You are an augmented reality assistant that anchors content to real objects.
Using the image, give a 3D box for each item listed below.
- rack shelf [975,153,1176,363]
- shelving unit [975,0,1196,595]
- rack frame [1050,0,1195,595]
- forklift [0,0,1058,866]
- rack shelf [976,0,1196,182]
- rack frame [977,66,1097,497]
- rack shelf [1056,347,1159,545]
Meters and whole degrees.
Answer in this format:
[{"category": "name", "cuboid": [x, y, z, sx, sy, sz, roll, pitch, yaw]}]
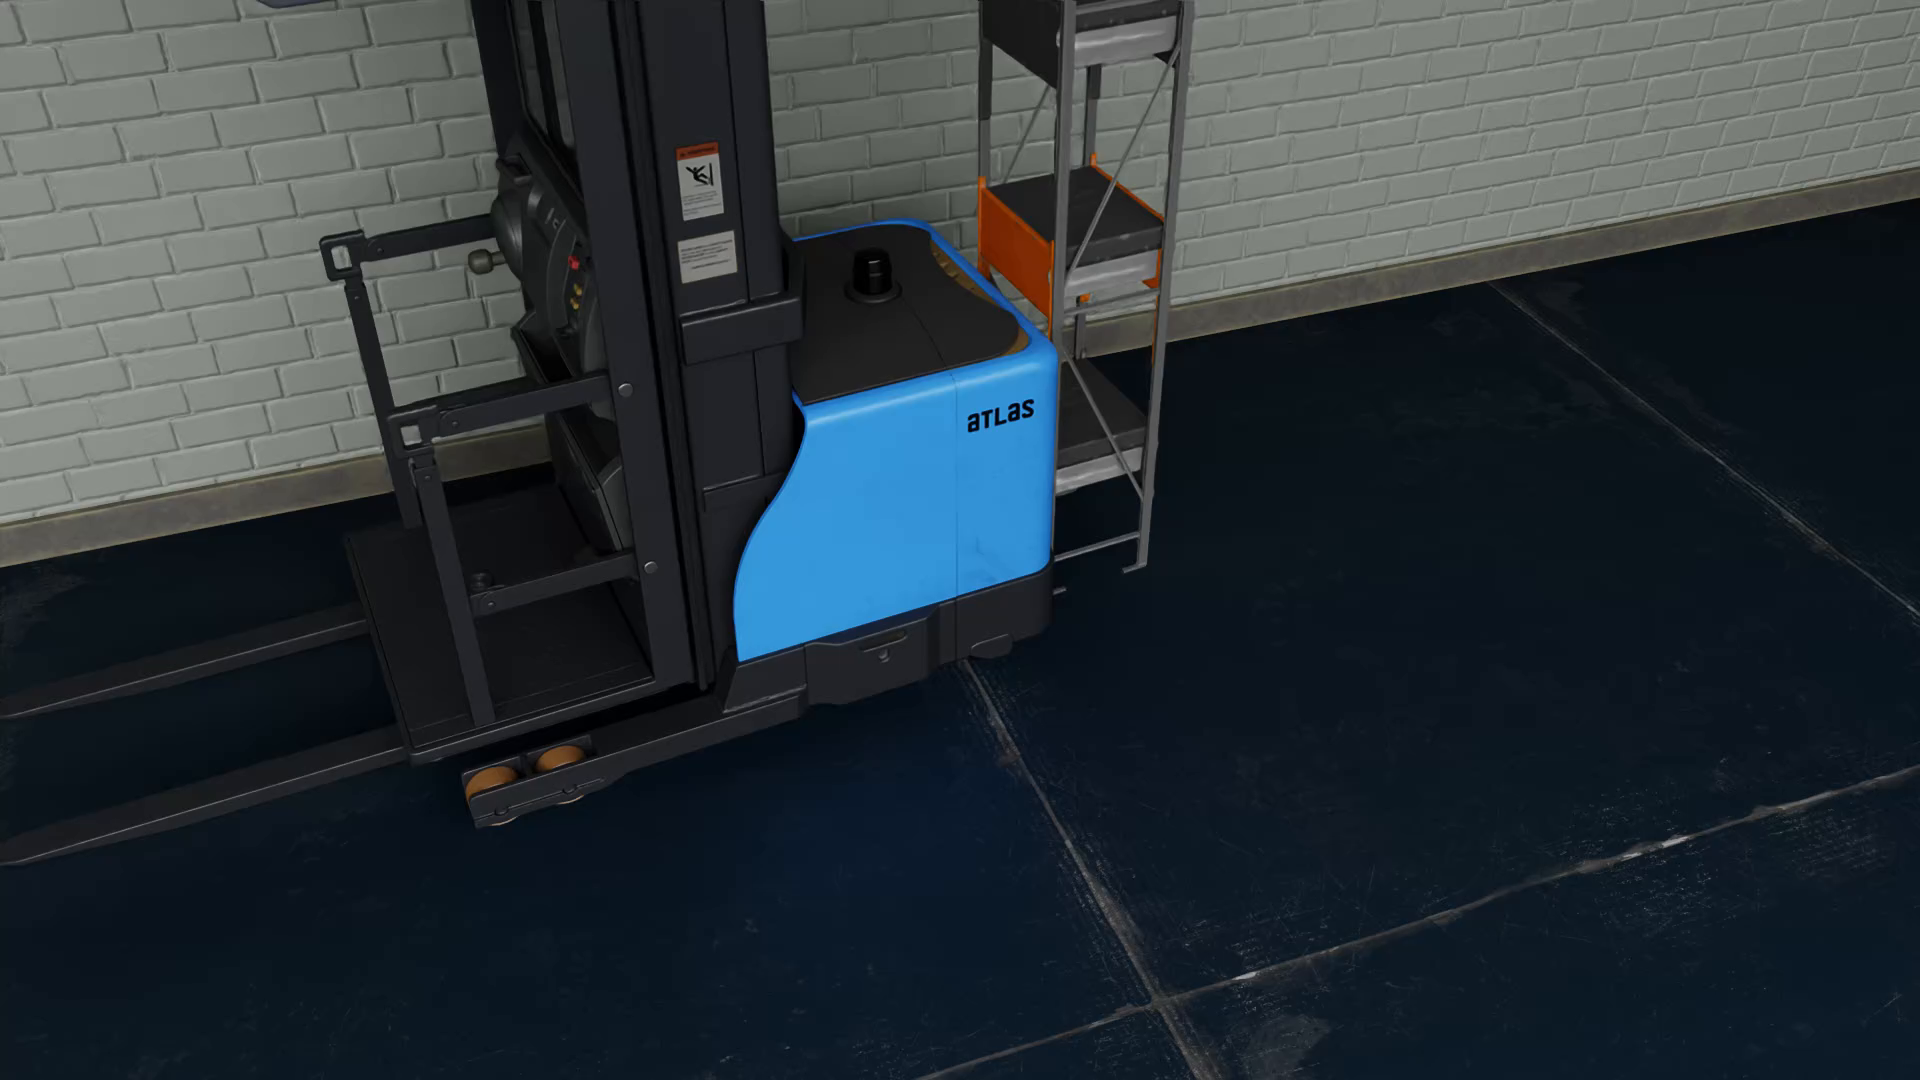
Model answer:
[{"category": "rack shelf", "cuboid": [0.344, -0.823, 5.120, 0.431, 0.518, 0.480, -16, 40, -20]}, {"category": "shelving unit", "cuboid": [0.344, -0.834, 5.112, 0.431, 2.100, 0.503, -16, 40, -20]}, {"category": "rack frame", "cuboid": [0.449, -0.702, 4.936, 0.400, 2.100, 0.015, -16, 40, -20]}, {"category": "forklift", "cuboid": [-1.262, -0.731, 4.285, 3.031, 2.935, 1.130, -16, 40, -20]}, {"category": "rack shelf", "cuboid": [0.344, -1.382, 4.699, 0.431, 0.518, 0.480, -16, 40, -20]}, {"category": "rack frame", "cuboid": [0.238, -0.966, 5.288, 0.400, 2.100, 0.015, -16, 40, -20]}, {"category": "rack shelf", "cuboid": [0.344, -0.264, 5.541, 0.431, 0.518, 0.480, -16, 40, -20]}]
